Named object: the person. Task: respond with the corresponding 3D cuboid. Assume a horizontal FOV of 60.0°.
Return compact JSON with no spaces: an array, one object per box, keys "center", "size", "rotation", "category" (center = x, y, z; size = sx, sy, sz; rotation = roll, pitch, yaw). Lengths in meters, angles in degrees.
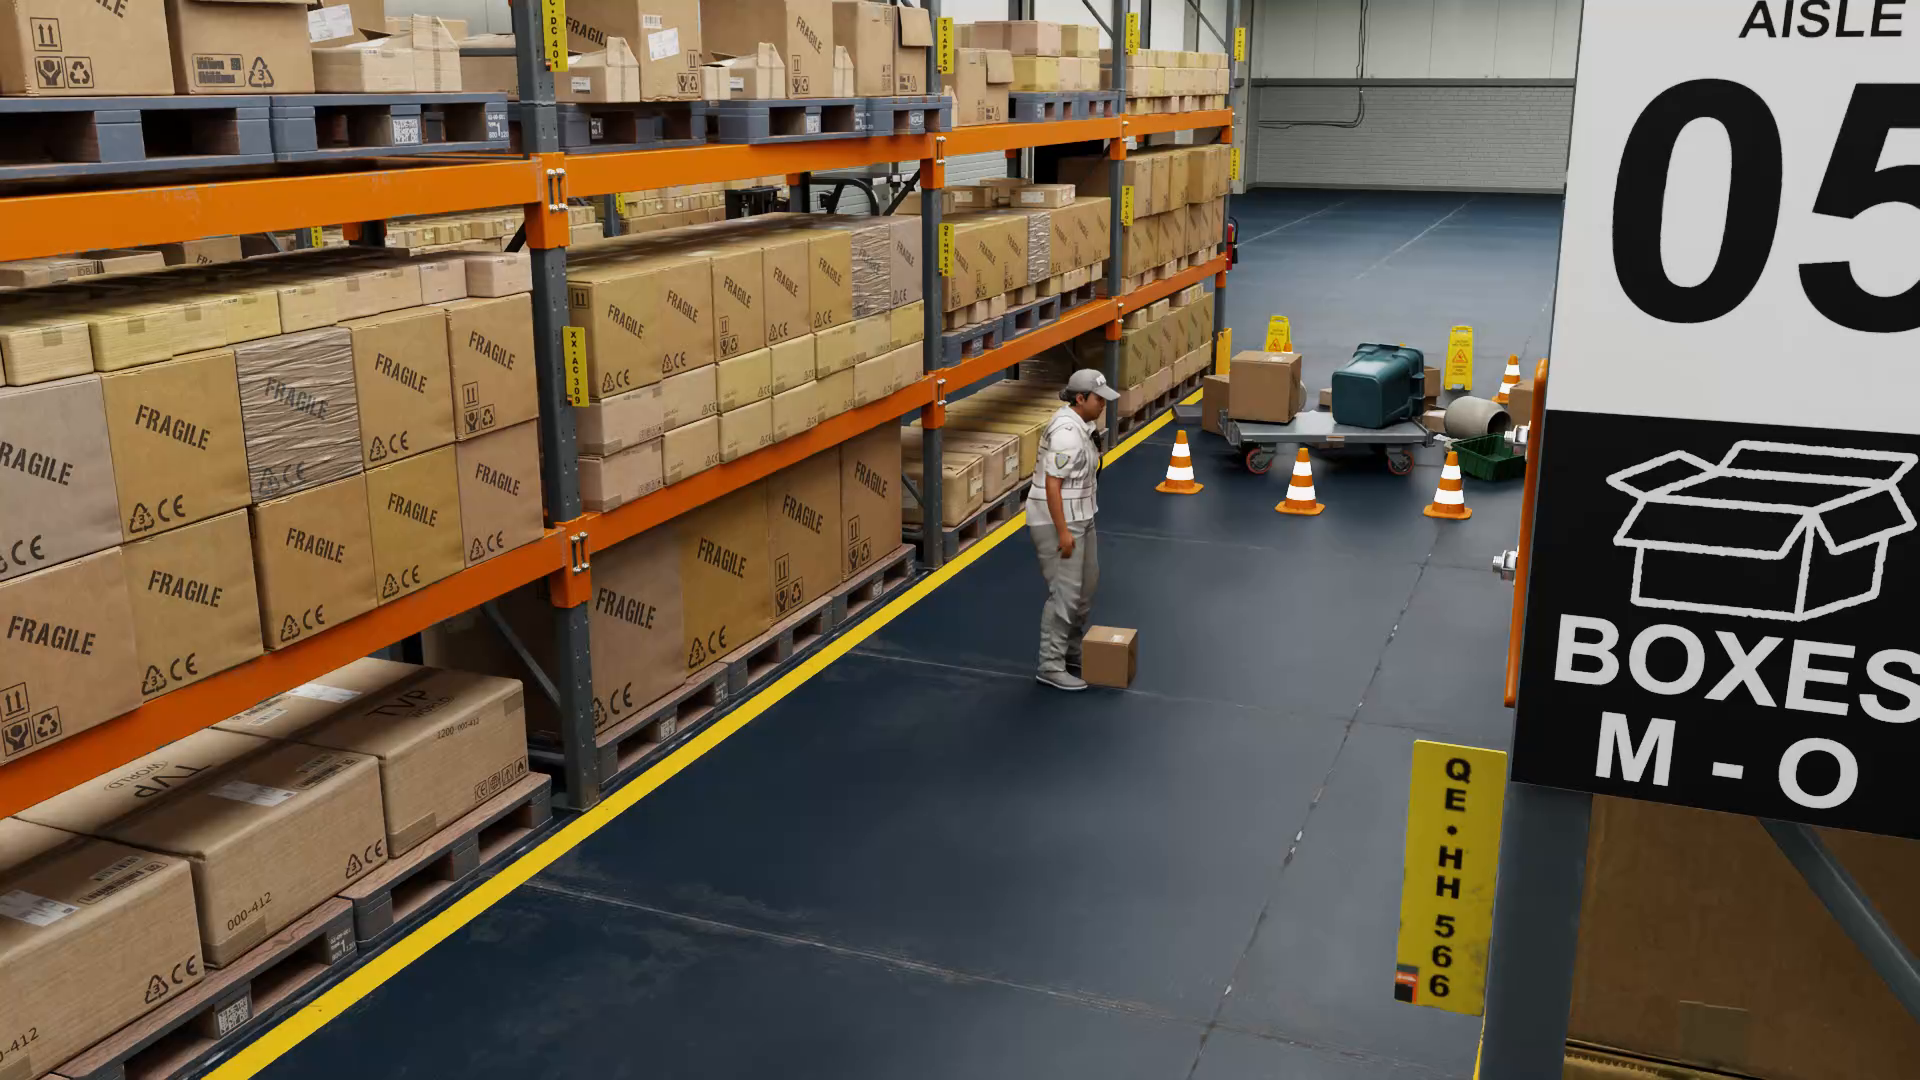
[{"center":[0.593,-0.078,8.794],"size":[0.471,1.665,0.561],"rotation":[5,16,17],"category":"person"}]
